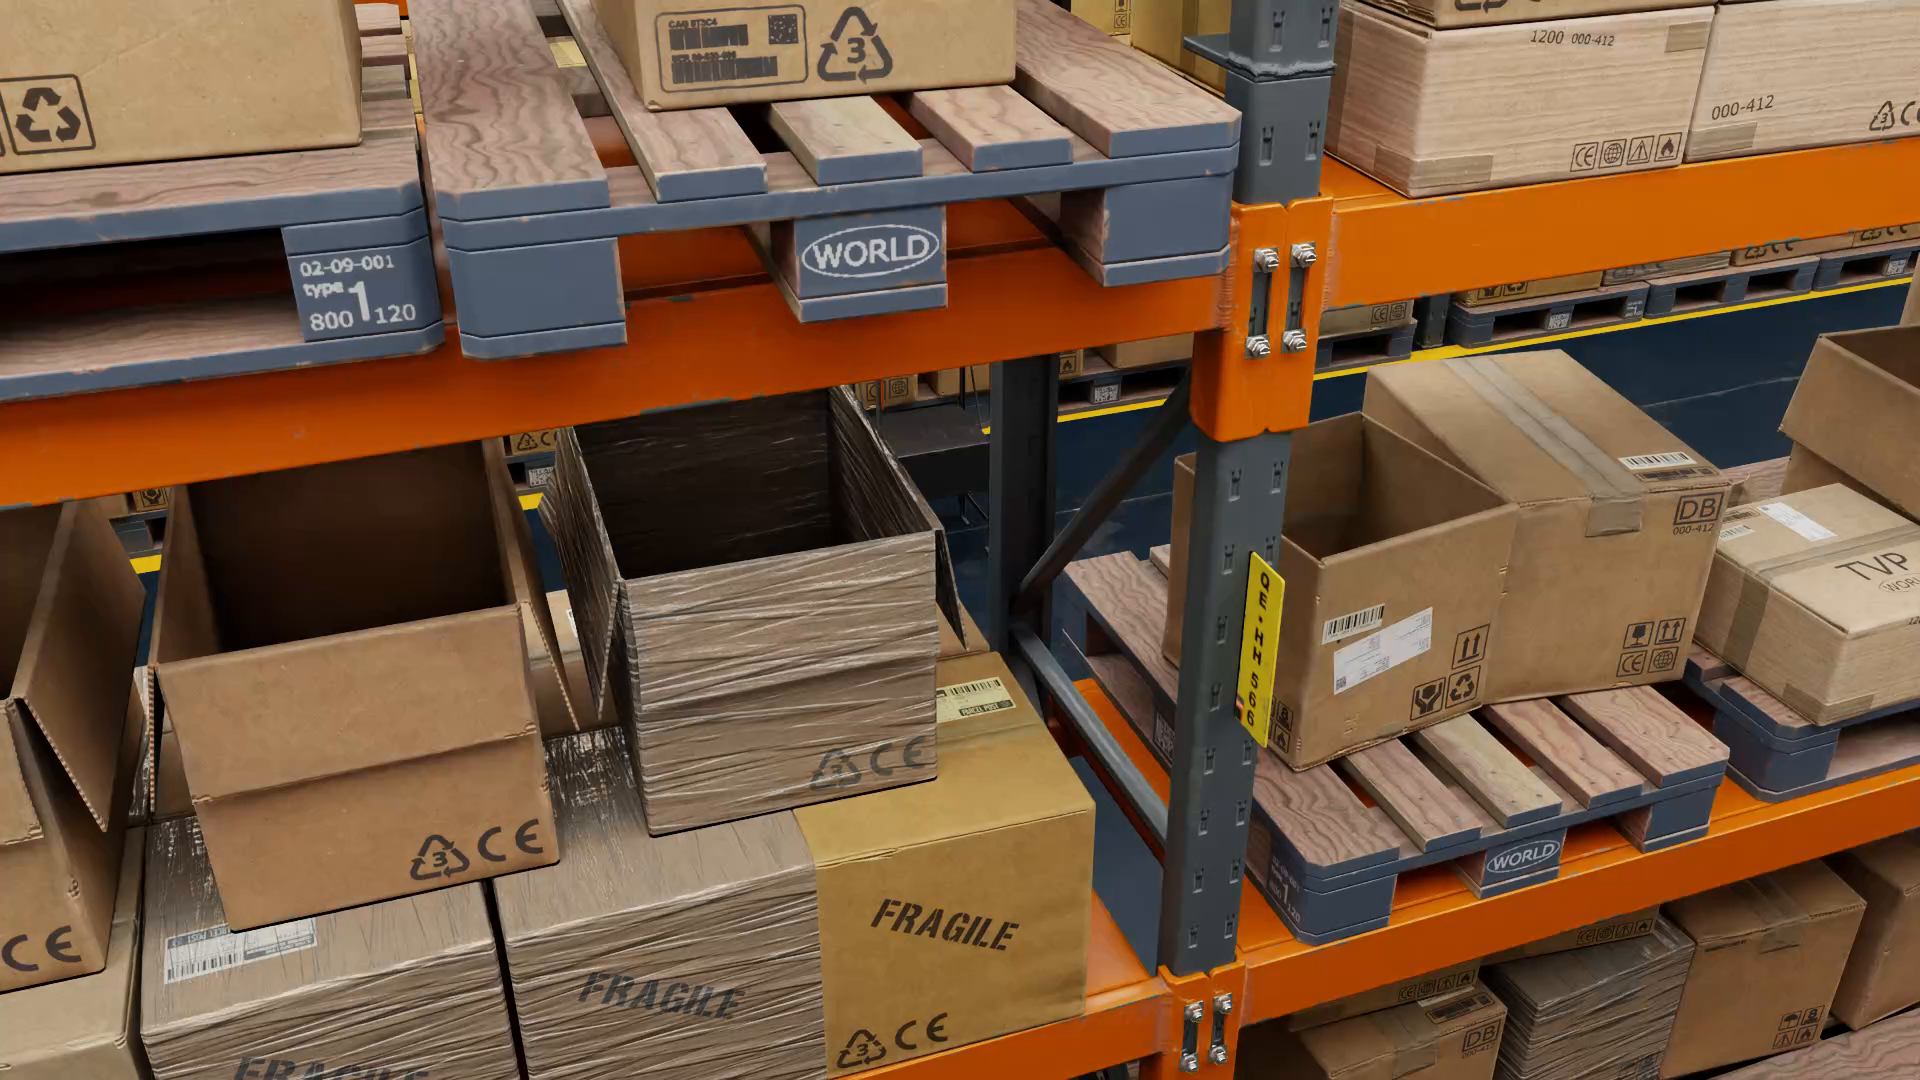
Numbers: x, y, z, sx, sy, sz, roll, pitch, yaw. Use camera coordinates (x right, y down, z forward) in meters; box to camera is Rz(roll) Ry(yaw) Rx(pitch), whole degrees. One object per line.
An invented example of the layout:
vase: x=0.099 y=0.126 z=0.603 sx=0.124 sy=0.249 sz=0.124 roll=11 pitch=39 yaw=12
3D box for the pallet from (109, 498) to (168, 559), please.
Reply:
pallet: x=-3.215 y=-0.335 z=7.624 sx=1.213 sy=0.211 sz=1.003 roll=-10 pitch=31 yaw=-18

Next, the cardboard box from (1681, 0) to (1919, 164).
cardboard box: x=1.304 y=-0.860 z=2.851 sx=0.500 sy=0.250 sz=0.500 roll=-10 pitch=31 yaw=-16

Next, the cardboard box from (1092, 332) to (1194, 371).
cardboard box: x=0.952 y=-1.471 z=8.650 sx=0.750 sy=0.750 sz=1.050 roll=-10 pitch=31 yaw=-18

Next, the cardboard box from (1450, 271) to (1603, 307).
cardboard box: x=3.022 y=-1.915 z=9.303 sx=0.875 sy=0.875 sz=0.875 roll=-10 pitch=31 yaw=-17

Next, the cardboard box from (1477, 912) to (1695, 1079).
cardboard box: x=1.430 y=1.098 z=4.374 sx=0.500 sy=0.500 sz=0.700 roll=-13 pitch=32 yaw=-22

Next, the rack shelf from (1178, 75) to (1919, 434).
rack shelf: x=2.168 y=-0.907 z=3.508 sx=4.000 sy=0.370 sz=1.077 roll=-10 pitch=31 yaw=-18

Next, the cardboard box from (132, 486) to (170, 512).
cardboard box: x=-3.323 y=-0.488 z=7.178 sx=0.500 sy=0.500 sz=0.500 roll=-10 pitch=31 yaw=-17

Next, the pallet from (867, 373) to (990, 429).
pallet: x=-0.576 y=-0.779 z=8.404 sx=1.213 sy=0.211 sz=1.003 roll=-10 pitch=31 yaw=-18

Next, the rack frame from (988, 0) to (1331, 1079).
rack frame: x=0.294 y=0.429 z=3.466 sx=0.127 sy=3.000 sz=1.000 roll=-10 pitch=31 yaw=-18

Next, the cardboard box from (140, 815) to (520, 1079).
cardboard box: x=-1.037 y=0.761 z=2.784 sx=0.500 sy=0.500 sz=0.500 roll=-11 pitch=32 yaw=-19

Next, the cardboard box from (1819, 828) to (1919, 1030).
cardboard box: x=2.482 y=0.900 z=4.720 sx=0.500 sy=0.500 sz=0.700 roll=-13 pitch=32 yaw=-22

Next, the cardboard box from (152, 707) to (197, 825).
cardboard box: x=-1.218 y=0.524 z=3.199 sx=0.500 sy=0.500 sz=0.500 roll=-11 pitch=31 yaw=-19

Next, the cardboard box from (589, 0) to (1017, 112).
cardboard box: x=-0.253 y=-0.962 z=2.351 sx=0.637 sy=0.503 sz=0.797 roll=-9 pitch=31 yaw=-15

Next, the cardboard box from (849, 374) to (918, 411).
cardboard box: x=-0.739 y=-1.158 z=8.100 sx=0.750 sy=0.750 sz=1.050 roll=-11 pitch=31 yaw=-18

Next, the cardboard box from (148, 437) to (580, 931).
cardboard box: x=-1.009 y=0.180 z=2.789 sx=0.637 sy=0.503 sz=0.797 roll=-10 pitch=31 yaw=-16

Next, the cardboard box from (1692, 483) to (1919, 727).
cardboard box: x=1.945 y=0.130 z=3.720 sx=0.500 sy=0.250 sz=0.500 roll=-11 pitch=32 yaw=-19

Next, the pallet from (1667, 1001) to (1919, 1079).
pallet: x=2.168 y=1.298 z=4.758 sx=1.213 sy=0.211 sz=1.003 roll=-10 pitch=31 yaw=-18

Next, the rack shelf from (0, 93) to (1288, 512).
rack shelf: x=-1.581 y=-0.216 z=2.296 sx=4.000 sy=0.370 sz=1.077 roll=-10 pitch=31 yaw=-18

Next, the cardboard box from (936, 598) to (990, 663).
cardboard box: x=-0.257 y=0.344 z=3.516 sx=0.500 sy=0.500 sz=0.500 roll=-10 pitch=31 yaw=-16

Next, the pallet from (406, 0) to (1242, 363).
pallet: x=-0.291 y=-0.656 z=2.532 sx=1.003 sy=0.211 sz=1.213 roll=-9 pitch=31 yaw=-15

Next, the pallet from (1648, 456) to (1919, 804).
pallet: x=2.135 y=0.152 z=4.147 sx=1.213 sy=0.211 sz=1.003 roll=-10 pitch=31 yaw=-18

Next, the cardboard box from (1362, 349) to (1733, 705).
cardboard box: x=1.274 y=-0.051 z=3.784 sx=0.500 sy=0.500 sz=0.700 roll=-6 pitch=30 yaw=-10

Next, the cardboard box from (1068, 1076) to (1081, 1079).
cardboard box: x=-0.360 y=1.280 z=3.696 sx=0.875 sy=0.875 sz=1.225 roll=-12 pitch=32 yaw=-20

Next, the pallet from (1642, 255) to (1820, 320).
pallet: x=4.293 y=-1.675 z=9.978 sx=1.213 sy=0.211 sz=1.003 roll=-10 pitch=31 yaw=-18

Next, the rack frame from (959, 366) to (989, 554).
rack frame: x=0.074 y=-0.926 z=6.754 sx=0.015 sy=2.100 sz=0.400 roll=-10 pitch=31 yaw=-18

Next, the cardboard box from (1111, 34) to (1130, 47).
cardboard box: x=0.590 y=-2.146 z=7.885 sx=0.500 sy=0.500 sz=0.500 roll=-11 pitch=31 yaw=-18

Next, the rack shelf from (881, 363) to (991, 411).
rack shelf: x=-0.155 y=-0.872 z=6.687 sx=0.480 sy=0.518 sz=0.431 roll=-10 pitch=31 yaw=-18

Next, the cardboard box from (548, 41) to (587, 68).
cardboard box: x=-1.640 y=-1.924 z=6.825 sx=0.250 sy=0.149 sz=0.380 roll=-12 pitch=32 yaw=-20

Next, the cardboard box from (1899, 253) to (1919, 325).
cardboard box: x=3.249 y=-0.632 z=4.299 sx=1.000 sy=1.000 sz=1.000 roll=-10 pitch=31 yaw=-17

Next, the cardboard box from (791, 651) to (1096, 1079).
cardboard box: x=-0.082 y=0.586 z=3.090 sx=0.500 sy=0.500 sz=0.500 roll=-9 pitch=31 yaw=-16

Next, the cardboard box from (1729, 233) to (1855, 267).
cardboard box: x=4.721 y=-2.229 z=9.854 sx=0.875 sy=0.875 sz=0.875 roll=-11 pitch=31 yaw=-18

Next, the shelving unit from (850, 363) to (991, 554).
shelving unit: x=-0.155 y=-0.884 z=6.680 sx=0.503 sy=2.100 sz=0.431 roll=-10 pitch=31 yaw=-18

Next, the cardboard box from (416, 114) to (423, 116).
cardboard box: x=-2.140 y=-1.702 z=6.736 sx=0.250 sy=0.149 sz=0.380 roll=-10 pitch=31 yaw=-16

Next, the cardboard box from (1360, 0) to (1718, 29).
cardboard box: x=0.824 y=-1.096 z=2.508 sx=0.500 sy=0.500 sz=0.500 roll=-10 pitch=31 yaw=-17

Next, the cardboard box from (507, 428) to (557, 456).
cardboard box: x=-1.867 y=-0.751 z=7.638 sx=0.500 sy=0.500 sz=0.500 roll=-11 pitch=31 yaw=-18

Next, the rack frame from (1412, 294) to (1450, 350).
rack frame: x=2.408 y=-2.580 z=8.748 sx=0.127 sy=3.000 sz=1.000 roll=-10 pitch=31 yaw=-18

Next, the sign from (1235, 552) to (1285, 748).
sign: x=0.491 y=0.183 z=2.728 sx=0.005 sy=0.325 sz=0.100 roll=-10 pitch=31 yaw=-18

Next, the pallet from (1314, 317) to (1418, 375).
pallet: x=1.711 y=-1.200 z=9.143 sx=1.213 sy=0.211 sz=1.003 roll=-10 pitch=31 yaw=-18

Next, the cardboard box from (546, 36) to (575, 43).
cardboard box: x=-1.846 y=-2.230 z=7.363 sx=0.250 sy=0.149 sz=0.380 roll=-10 pitch=31 yaw=-18

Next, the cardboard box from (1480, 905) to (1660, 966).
cardboard box: x=1.405 y=0.773 z=4.187 sx=0.500 sy=0.250 sz=0.500 roll=-7 pitch=30 yaw=-12
